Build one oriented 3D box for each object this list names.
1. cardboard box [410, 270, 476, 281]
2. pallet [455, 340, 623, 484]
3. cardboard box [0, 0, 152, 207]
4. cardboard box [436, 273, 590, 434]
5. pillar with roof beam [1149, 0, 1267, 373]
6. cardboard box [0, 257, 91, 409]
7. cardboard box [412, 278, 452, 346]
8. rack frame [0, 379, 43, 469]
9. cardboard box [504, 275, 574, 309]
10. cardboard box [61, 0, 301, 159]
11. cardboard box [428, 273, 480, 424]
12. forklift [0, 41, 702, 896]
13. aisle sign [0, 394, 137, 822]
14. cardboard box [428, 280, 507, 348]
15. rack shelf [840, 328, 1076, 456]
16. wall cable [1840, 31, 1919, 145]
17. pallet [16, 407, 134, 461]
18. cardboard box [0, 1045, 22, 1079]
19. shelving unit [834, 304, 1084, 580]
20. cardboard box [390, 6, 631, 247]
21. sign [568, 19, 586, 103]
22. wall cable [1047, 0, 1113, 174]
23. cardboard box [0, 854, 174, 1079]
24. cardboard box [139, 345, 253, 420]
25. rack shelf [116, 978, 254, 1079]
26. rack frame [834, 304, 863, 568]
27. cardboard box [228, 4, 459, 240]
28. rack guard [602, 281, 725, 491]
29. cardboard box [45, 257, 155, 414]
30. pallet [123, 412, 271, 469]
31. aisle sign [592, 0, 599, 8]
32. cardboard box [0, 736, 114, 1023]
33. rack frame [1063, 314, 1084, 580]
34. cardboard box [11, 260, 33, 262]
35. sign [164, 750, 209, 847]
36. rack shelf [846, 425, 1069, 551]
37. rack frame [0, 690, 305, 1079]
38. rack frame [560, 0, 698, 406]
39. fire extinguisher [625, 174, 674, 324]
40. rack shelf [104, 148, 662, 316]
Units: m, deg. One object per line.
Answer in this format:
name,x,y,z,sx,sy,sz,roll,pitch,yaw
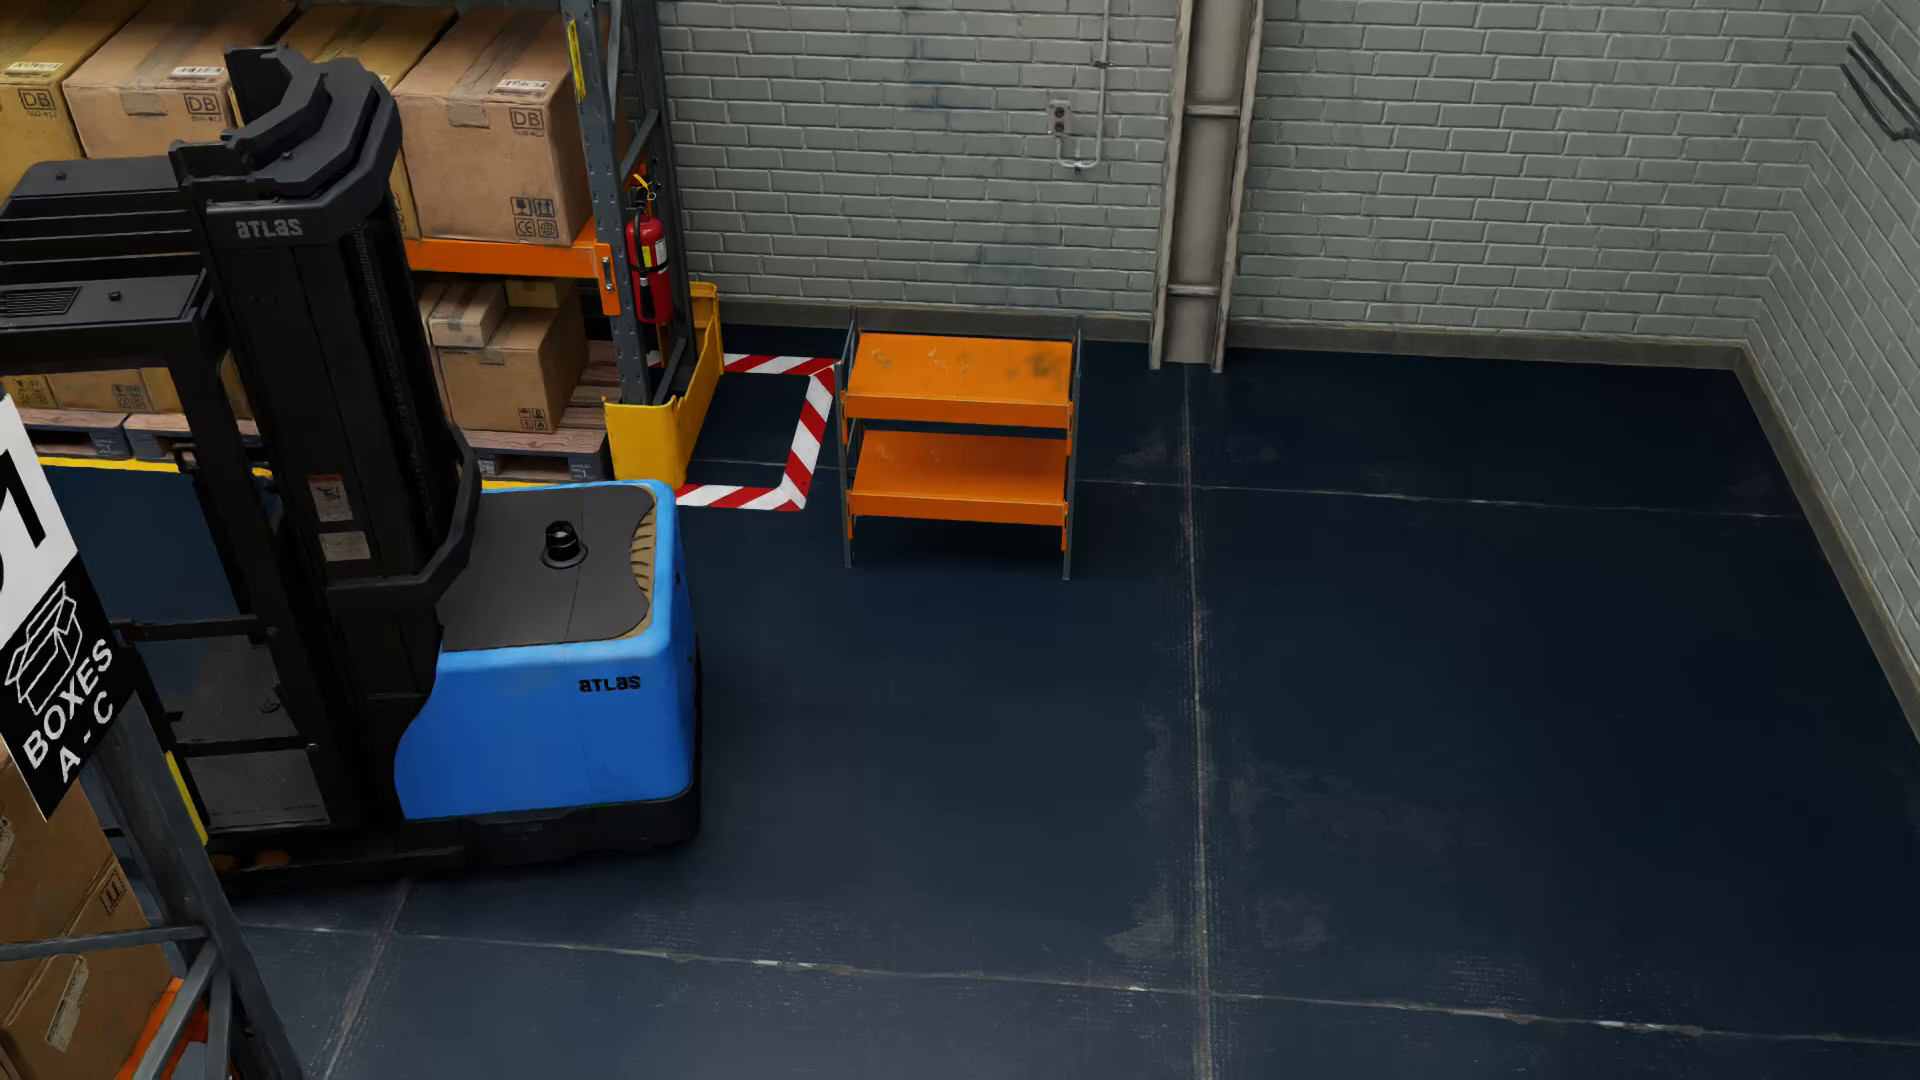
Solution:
cardboard box,-2.591,-1.346,8.331,0.250,0.149,0.380,3,39,4
pallet,-2.325,-0.692,8.604,1.213,0.211,1.003,3,39,4
cardboard box,-4.241,-2.031,7.801,0.700,0.700,0.980,2,39,3
cardboard box,-2.228,-0.948,8.357,0.500,0.500,0.700,3,39,4
pillar with roof beam,0.871,-1.796,2.998,0.400,9.000,9.100,3,39,4
cardboard box,-4.771,-1.086,8.525,0.500,0.500,0.700,4,39,4
cardboard box,-2.626,-1.106,8.036,0.250,0.149,0.380,4,39,5
rack frame,-1.946,-0.990,2.009,0.127,3.000,1.000,3,39,4
cardboard box,-2.086,-1.319,8.298,0.250,0.149,0.380,3,39,4
cardboard box,-3.516,-1.997,7.760,0.700,0.700,0.980,1,39,2
cardboard box,-2.727,-0.975,8.390,0.500,0.500,0.700,3,39,4
forklift,-2.561,-0.148,5.780,3.031,2.935,1.130,-4,39,-5
aisle sign,-1.852,0.147,3.304,0.004,0.787,0.394,3,39,4
cardboard box,-2.372,-1.092,8.020,0.250,0.149,0.380,3,39,3
rack shelf,0.007,-0.663,7.380,1.000,0.278,0.538,3,39,4
wall cable,4.082,-2.369,6.162,0.112,2.526,3.097,3,39,4
pallet,-4.756,-0.825,8.767,1.213,0.211,1.003,3,39,4
cardboard box,-2.415,1.444,3.691,0.500,0.500,0.500,4,39,5
shelving unit,0.007,-0.436,7.565,1.048,1.125,0.538,3,39,4
cardboard box,-2.031,-1.917,7.662,0.700,0.700,0.980,5,39,6
sign,-1.583,-1.980,6.872,0.005,0.325,0.100,3,39,4
wall cable,-0.165,-2.699,8.055,1.851,1.984,0.084,3,39,4
cardboard box,-2.365,1.107,4.105,0.500,0.500,0.500,4,39,5
cardboard box,-3.760,-1.027,8.453,0.500,0.500,0.700,4,39,5
rack shelf,-3.938,1.506,4.264,4.000,0.370,1.077,3,39,4
rack frame,-0.500,-0.464,7.599,0.032,1.125,0.500,3,39,4
cardboard box,-2.757,-1.950,7.702,0.700,0.700,0.980,3,39,3
rack guard,-1.498,-0.809,8.518,0.348,0.500,1.175,3,39,4
cardboard box,-4.271,-1.056,8.489,0.500,0.500,0.700,3,39,3
pallet,-3.537,-0.760,8.687,1.213,0.211,1.003,3,39,4
aisle sign,-1.476,-2.595,6.673,0.004,0.787,0.394,3,39,4
cardboard box,-2.365,0.720,3.789,0.500,0.500,0.500,4,39,5
rack frame,0.513,-0.408,7.531,0.032,1.125,0.500,3,39,4
cardboard box,-4.898,-1.470,8.484,0.250,0.149,0.380,3,39,4
sign,-1.899,0.659,4.049,0.005,0.325,0.100,3,39,4
rack shelf,0.007,-0.246,7.719,1.000,0.278,0.538,3,39,4
rack frame,-1.946,1.336,3.903,0.127,3.000,1.000,3,39,4
rack frame,-1.522,-1.779,7.730,0.127,3.000,1.000,3,39,4
fire extinguisher,-1.412,-1.306,7.506,0.183,0.674,0.296,3,39,4
rack shelf,-3.515,-1.609,8.091,4.000,0.370,1.077,3,39,4
